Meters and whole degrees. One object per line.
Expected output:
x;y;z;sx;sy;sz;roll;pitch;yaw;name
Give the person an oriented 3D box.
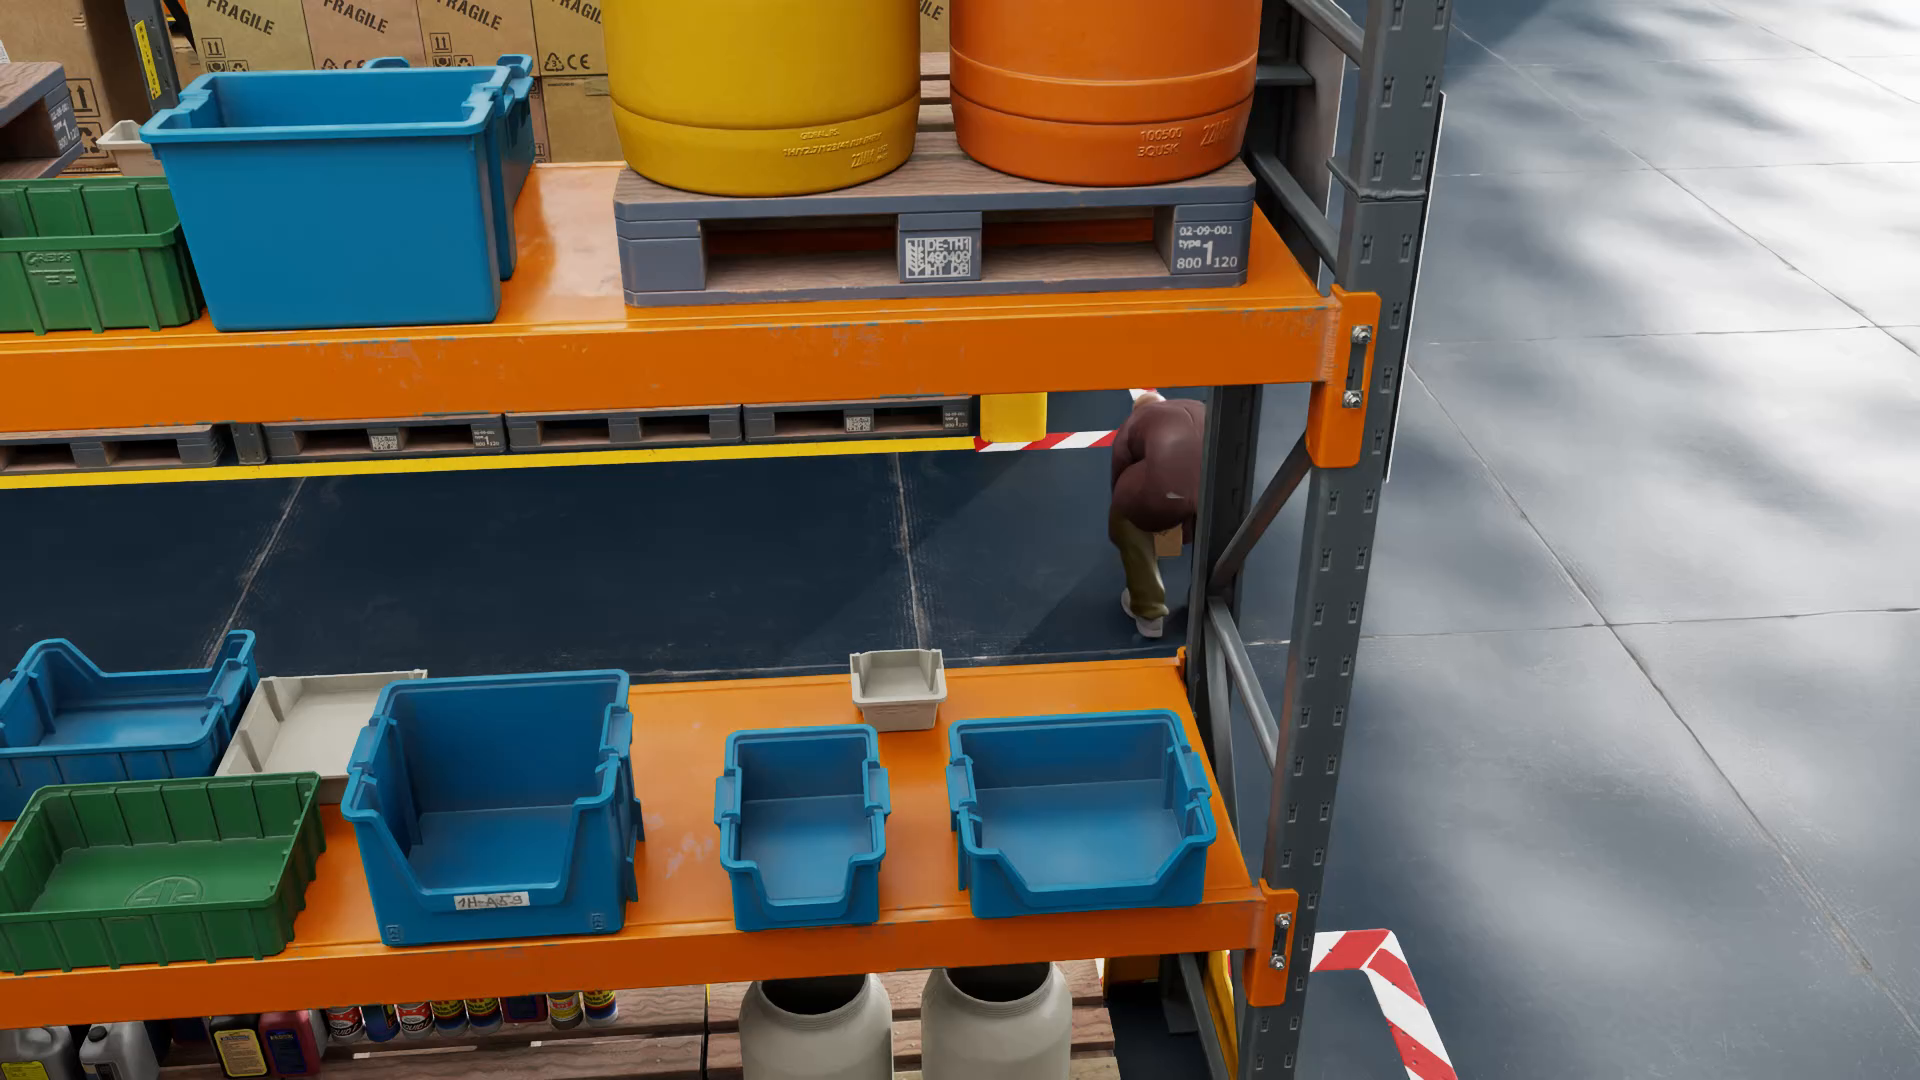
0.911;-0.183;7.204;0.590;1.010;0.943;-4;31;-7;person
